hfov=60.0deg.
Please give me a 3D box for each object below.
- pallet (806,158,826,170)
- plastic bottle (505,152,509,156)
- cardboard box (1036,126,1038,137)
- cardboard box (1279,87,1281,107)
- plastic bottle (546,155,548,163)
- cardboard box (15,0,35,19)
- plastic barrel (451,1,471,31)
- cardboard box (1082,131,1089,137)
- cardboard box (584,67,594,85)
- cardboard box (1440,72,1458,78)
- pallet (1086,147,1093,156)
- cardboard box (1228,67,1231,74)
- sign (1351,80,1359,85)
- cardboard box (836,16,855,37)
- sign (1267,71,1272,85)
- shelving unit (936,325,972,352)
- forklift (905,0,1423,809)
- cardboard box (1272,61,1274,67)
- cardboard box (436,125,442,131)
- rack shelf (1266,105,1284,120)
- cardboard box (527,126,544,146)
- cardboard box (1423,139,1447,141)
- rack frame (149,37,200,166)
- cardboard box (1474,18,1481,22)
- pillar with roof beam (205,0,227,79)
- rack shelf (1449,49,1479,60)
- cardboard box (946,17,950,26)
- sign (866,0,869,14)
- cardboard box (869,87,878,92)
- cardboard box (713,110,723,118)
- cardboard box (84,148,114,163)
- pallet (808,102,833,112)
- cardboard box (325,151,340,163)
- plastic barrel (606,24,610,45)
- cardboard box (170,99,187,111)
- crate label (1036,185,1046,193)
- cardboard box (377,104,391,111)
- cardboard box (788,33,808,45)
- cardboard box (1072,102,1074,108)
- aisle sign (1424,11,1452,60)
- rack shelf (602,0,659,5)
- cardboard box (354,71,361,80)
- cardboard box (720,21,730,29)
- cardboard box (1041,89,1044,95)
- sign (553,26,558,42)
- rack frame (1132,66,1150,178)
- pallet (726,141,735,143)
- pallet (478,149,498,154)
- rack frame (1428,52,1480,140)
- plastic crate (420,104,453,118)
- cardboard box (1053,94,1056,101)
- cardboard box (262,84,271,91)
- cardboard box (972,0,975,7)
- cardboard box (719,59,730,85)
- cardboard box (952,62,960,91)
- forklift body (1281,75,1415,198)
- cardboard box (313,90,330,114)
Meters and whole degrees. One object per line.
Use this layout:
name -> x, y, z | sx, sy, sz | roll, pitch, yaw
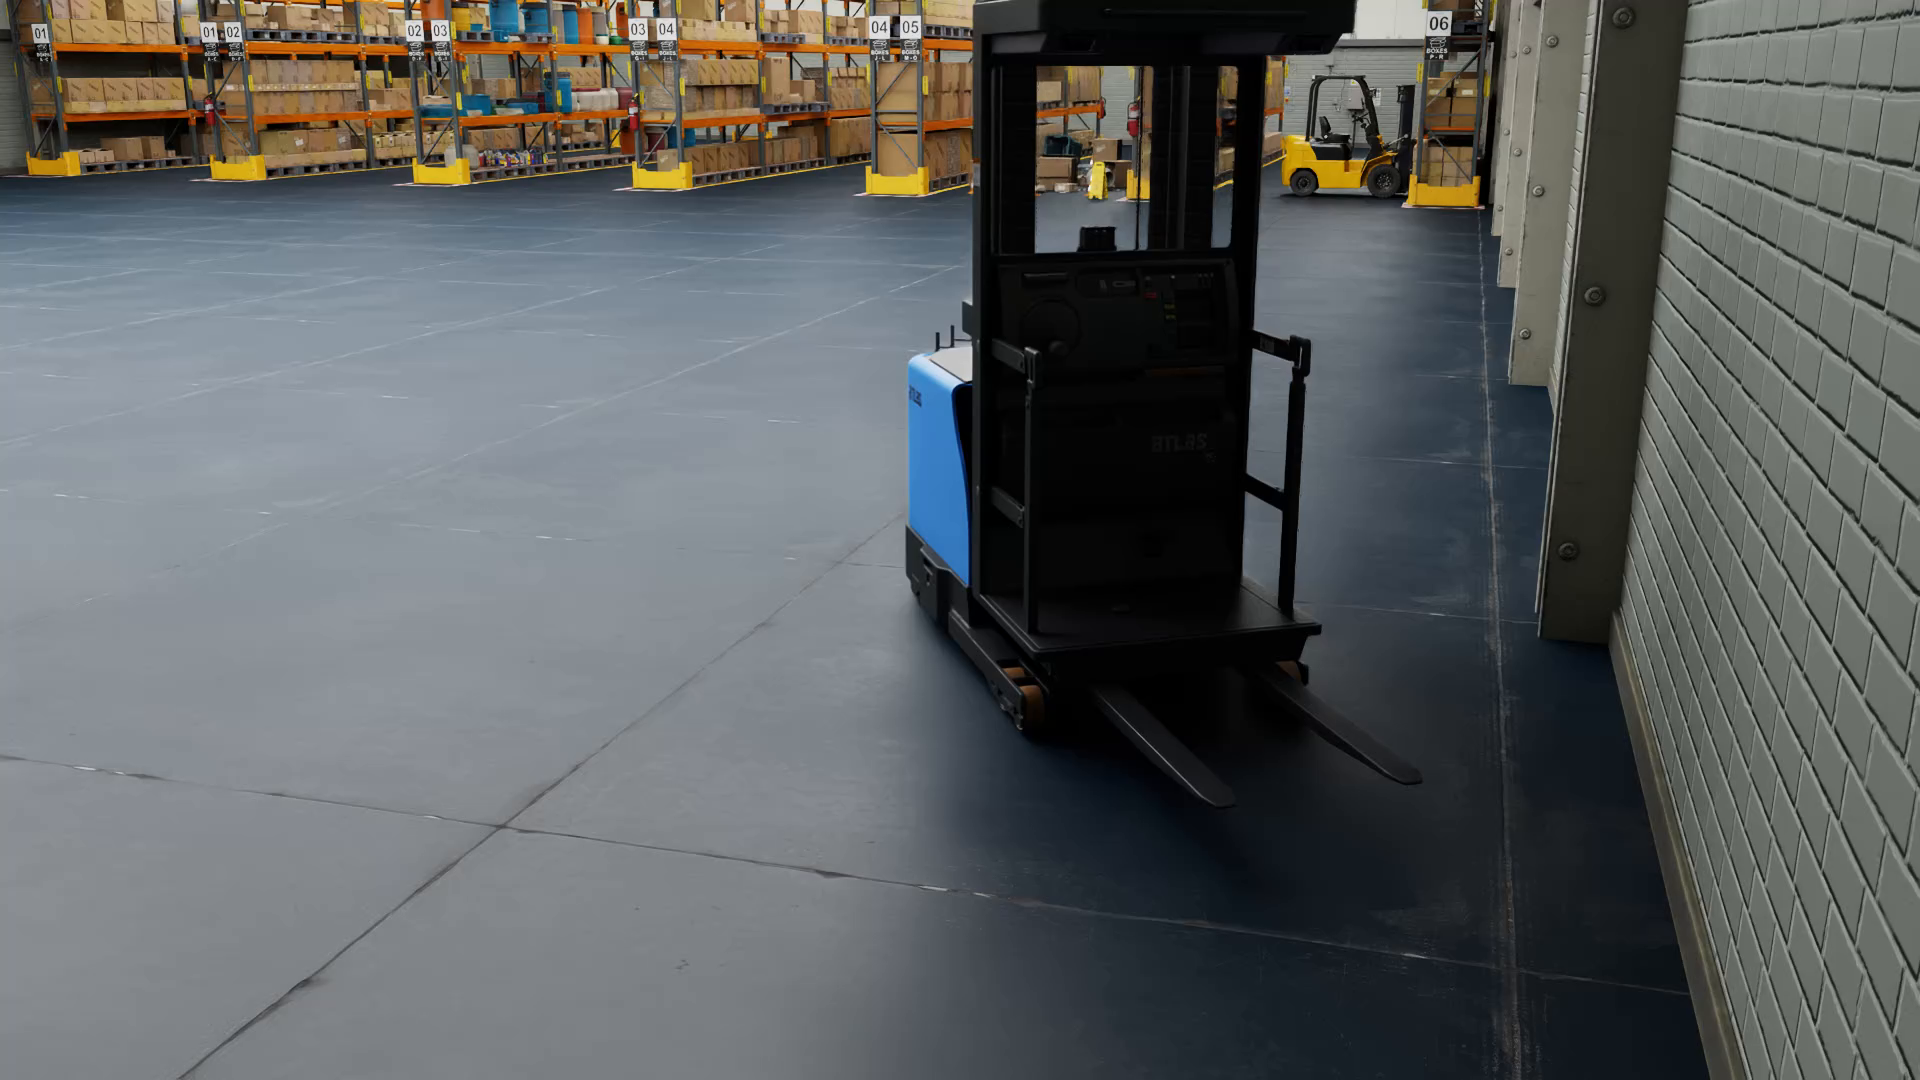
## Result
pallet -> -3.849, -8.944, 39.475 | 1.003, 0.211, 1.213 | 5, 16, 16
plastic bottle -> -10.064, -8.500, 36.993 | 0.097, 0.271, 0.097 | 0, 16, 0
cardboard box -> 1.529, -9.600, 39.116 | 0.500, 0.250, 0.500 | 4, 16, 13
cardboard box -> 8.109, -11.585, 43.494 | 0.500, 0.500, 0.500 | 4, 16, 15
plastic bottle -> -9.315, -8.573, 37.381 | 0.097, 0.201, 0.097 | 0, 16, 0
cardboard box -> -20.274, -11.664, 36.405 | 0.500, 0.500, 0.500 | 5, 17, 18
plastic barrel -> -10.446, -10.824, 34.383 | 0.600, 0.588, 0.600 | 0, 16, 0
cardboard box -> 3.232, -10.854, 44.463 | 0.380, 0.149, 0.250 | 5, 17, 18
cardboard box -> -10.997, -13.475, 48.324 | 0.500, 0.500, 0.500 | 5, 17, 17
cardboard box -> 12.096, -11.372, 41.280 | 0.500, 0.500, 0.500 | 5, 17, 17
pallet -> 3.088, -10.600, 45.315 | 1.003, 0.211, 1.213 | 5, 16, 16
cardboard box -> 5.422, -9.768, 34.583 | 0.380, 0.149, 0.250 | 6, 17, 19
sign -> 11.708, -13.546, 49.076 | 0.339, 0.242, 0.001 | 5, 16, 16
cardboard box -> -3.065, -12.720, 41.224 | 0.797, 0.503, 0.637 | 4, 16, 15
sign -> 7.536, -11.247, 40.508 | 0.100, 0.325, 0.005 | 5, 16, 16
shelving unit -> 0.015, -0.519, 8.235 | 0.215, 1.050, 0.252 | 5, 16, 16
forklift -> 0.650, -0.847, 5.944 | 1.130, 2.935, 3.031 | -4, 16, -15
cardboard box -> 7.673, -11.937, 41.714 | 0.380, 0.149, 0.250 | 4, 16, 14
cardboard box -> -15.987, -12.281, 49.941 | 0.700, 0.500, 0.500 | 4, 16, 14
rack shelf -> 7.581, -10.945, 42.738 | 1.077, 0.370, 4.000 | 5, 16, 16
cardboard box -> -11.851, -11.163, 45.963 | 0.500, 0.500, 0.500 | 5, 16, 16
cardboard box -> 9.061, -7.549, 31.883 | 0.500, 0.250, 0.500 | 4, 16, 15
rack frame -> -19.010, -10.595, 40.188 | 1.000, 3.000, 0.127 | 5, 16, 16
cardboard box -> 9.929, -10.070, 32.345 | 0.380, 0.149, 0.250 | 5, 16, 16
pillar with roof beam -> -14.944, -13.921, 40.919 | 9.100, 9.000, 0.400 | 5, 16, 16
rack shelf -> 11.204, -10.957, 37.285 | 1.077, 0.370, 4.000 | 5, 16, 16
cardboard box -> -0.409, -9.953, 31.933 | 0.380, 0.149, 0.250 | 5, 16, 15
sign -> -1.688, -9.862, 30.628 | 0.100, 0.325, 0.005 | 5, 16, 16
cardboard box -> -2.360, -11.441, 42.984 | 0.500, 0.500, 0.500 | 5, 16, 16
cardboard box -> -5.070, -8.717, 34.024 | 0.380, 0.149, 0.250 | 5, 16, 16
cardboard box -> -19.701, -8.790, 37.944 | 0.500, 0.311, 0.500 | 6, 17, 20
pallet -> -3.726, -10.203, 39.154 | 1.213, 0.211, 1.003 | 5, 16, 16
cardboard box -> -14.461, -8.691, 37.743 | 0.500, 0.250, 0.500 | 5, 16, 16
plastic barrel -> -8.756, -12.313, 40.541 | 0.421, 0.512, 0.421 | 0, 16, 0
cardboard box -> -18.854, -10.385, 39.686 | 0.500, 0.250, 0.500 | 5, 16, 16
crate label -> 1.491, -6.671, 31.598 | 0.250, 0.136, 0.298 | -4, 16, -13
cardboard box -> -13.811, -10.307, 39.632 | 0.380, 0.149, 0.250 | 5, 16, 16
cardboard box -> -3.799, -11.455, 37.996 | 0.500, 0.250, 0.500 | 5, 17, 17
cardboard box -> 2.743, -11.271, 43.029 | 0.380, 0.149, 0.250 | 4, 16, 13
aisle sign -> 8.062, -8.500, 28.037 | 0.394, 0.787, 0.004 | 5, 16, 16
rack shelf -> -7.806, -13.745, 42.347 | 1.077, 0.370, 4.000 | 5, 16, 16
cardboard box -> -16.923, -12.841, 45.967 | 0.500, 0.250, 0.500 | 5, 17, 17
cardboard box -> -4.947, -10.553, 34.086 | 0.380, 0.149, 0.250 | 5, 17, 18
cardboard box -> 1.796, -10.751, 39.881 | 0.380, 0.149, 0.250 | 4, 16, 15
sign -> -8.987, -11.229, 36.908 | 0.100, 0.325, 0.005 | 5, 16, 16
rack frame -> 3.602, -7.628, 29.726 | 1.000, 3.000, 0.127 | 5, 16, 16
pallet -> -6.372, -11.412, 48.178 | 1.003, 0.211, 1.213 | 5, 16, 16
pallet -> -12.874, -10.110, 43.585 | 1.003, 0.211, 1.213 | 5, 16, 16
rack frame -> 9.499, -8.291, 32.062 | 1.000, 3.000, 0.127 | 5, 16, 16
plastic crate -> -10.792, -8.863, 34.353 | 0.499, 0.251, 0.616 | 5, 16, 16
cardboard box -> 2.169, -10.954, 41.142 | 0.380, 0.149, 0.250 | 5, 16, 16
cardboard box -> -15.005, -9.681, 35.592 | 0.380, 0.149, 0.250 | 4, 16, 14
cardboard box -> 0.094, -10.801, 33.463 | 0.380, 0.149, 0.250 | 5, 16, 16
cardboard box -> -5.056, -9.584, 34.061 | 0.500, 0.500, 0.500 | 5, 16, 16
cardboard box -> -0.503, -9.246, 33.177 | 0.875, 0.550, 0.550 | 5, 16, 16
forklift body -> 7.152, -7.473, 30.736 | 2.313, 2.155, 1.214 | 5, 16, 16
cardboard box -> -14.669, -9.874, 37.462 | 0.700, 0.500, 0.500 | 5, 17, 17
